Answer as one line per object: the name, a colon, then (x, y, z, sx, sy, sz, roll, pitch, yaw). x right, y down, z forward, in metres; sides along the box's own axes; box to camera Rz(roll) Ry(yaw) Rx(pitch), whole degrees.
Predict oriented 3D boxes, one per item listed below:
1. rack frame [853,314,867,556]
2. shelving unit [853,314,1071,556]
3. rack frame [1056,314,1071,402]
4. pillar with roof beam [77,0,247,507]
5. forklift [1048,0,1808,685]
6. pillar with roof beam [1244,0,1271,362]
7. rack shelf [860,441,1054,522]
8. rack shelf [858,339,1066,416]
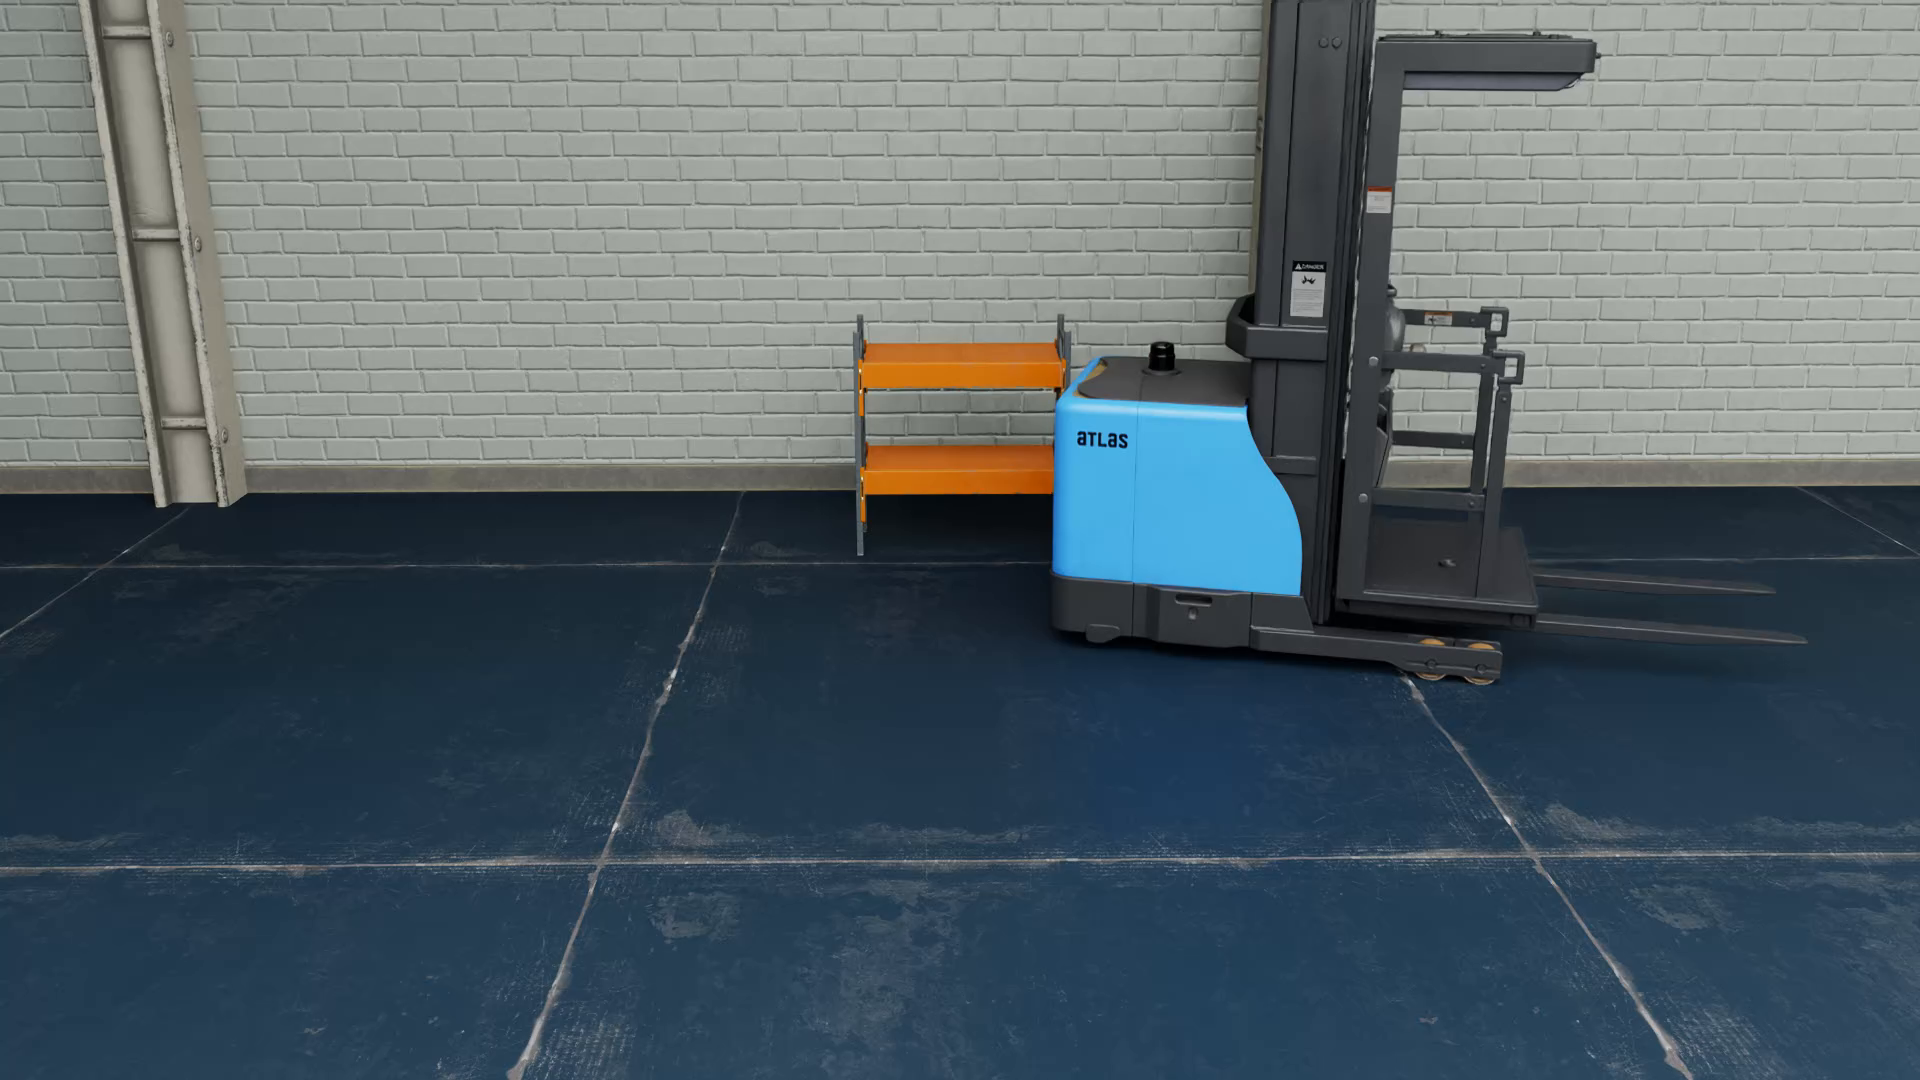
rack frame: (-0.502, -0.533, 8.368, 0.032, 1.125, 0.500, 0, 18, -1)
shelving unit: (0.007, -0.536, 8.376, 1.048, 1.125, 0.538, 0, 18, -1)
rack frame: (0.515, -0.538, 8.384, 0.032, 1.125, 0.500, 0, 18, -1)
pillar with roof beam: (-4.146, -3.198, 3.786, 0.400, 9.000, 9.100, 0, 18, -1)
forklift: (1.956, -0.988, 6.830, 3.031, 2.935, 1.130, 4, 18, 13)
pillar with roof beam: (1.853, -3.227, 3.876, 0.400, 9.000, 9.100, 0, 18, -1)
rack shelf: (0.007, -0.303, 8.451, 1.000, 0.278, 0.538, 0, 18, -1)
rack shelf: (0.007, -0.814, 8.286, 1.000, 0.278, 0.538, 0, 18, -1)
